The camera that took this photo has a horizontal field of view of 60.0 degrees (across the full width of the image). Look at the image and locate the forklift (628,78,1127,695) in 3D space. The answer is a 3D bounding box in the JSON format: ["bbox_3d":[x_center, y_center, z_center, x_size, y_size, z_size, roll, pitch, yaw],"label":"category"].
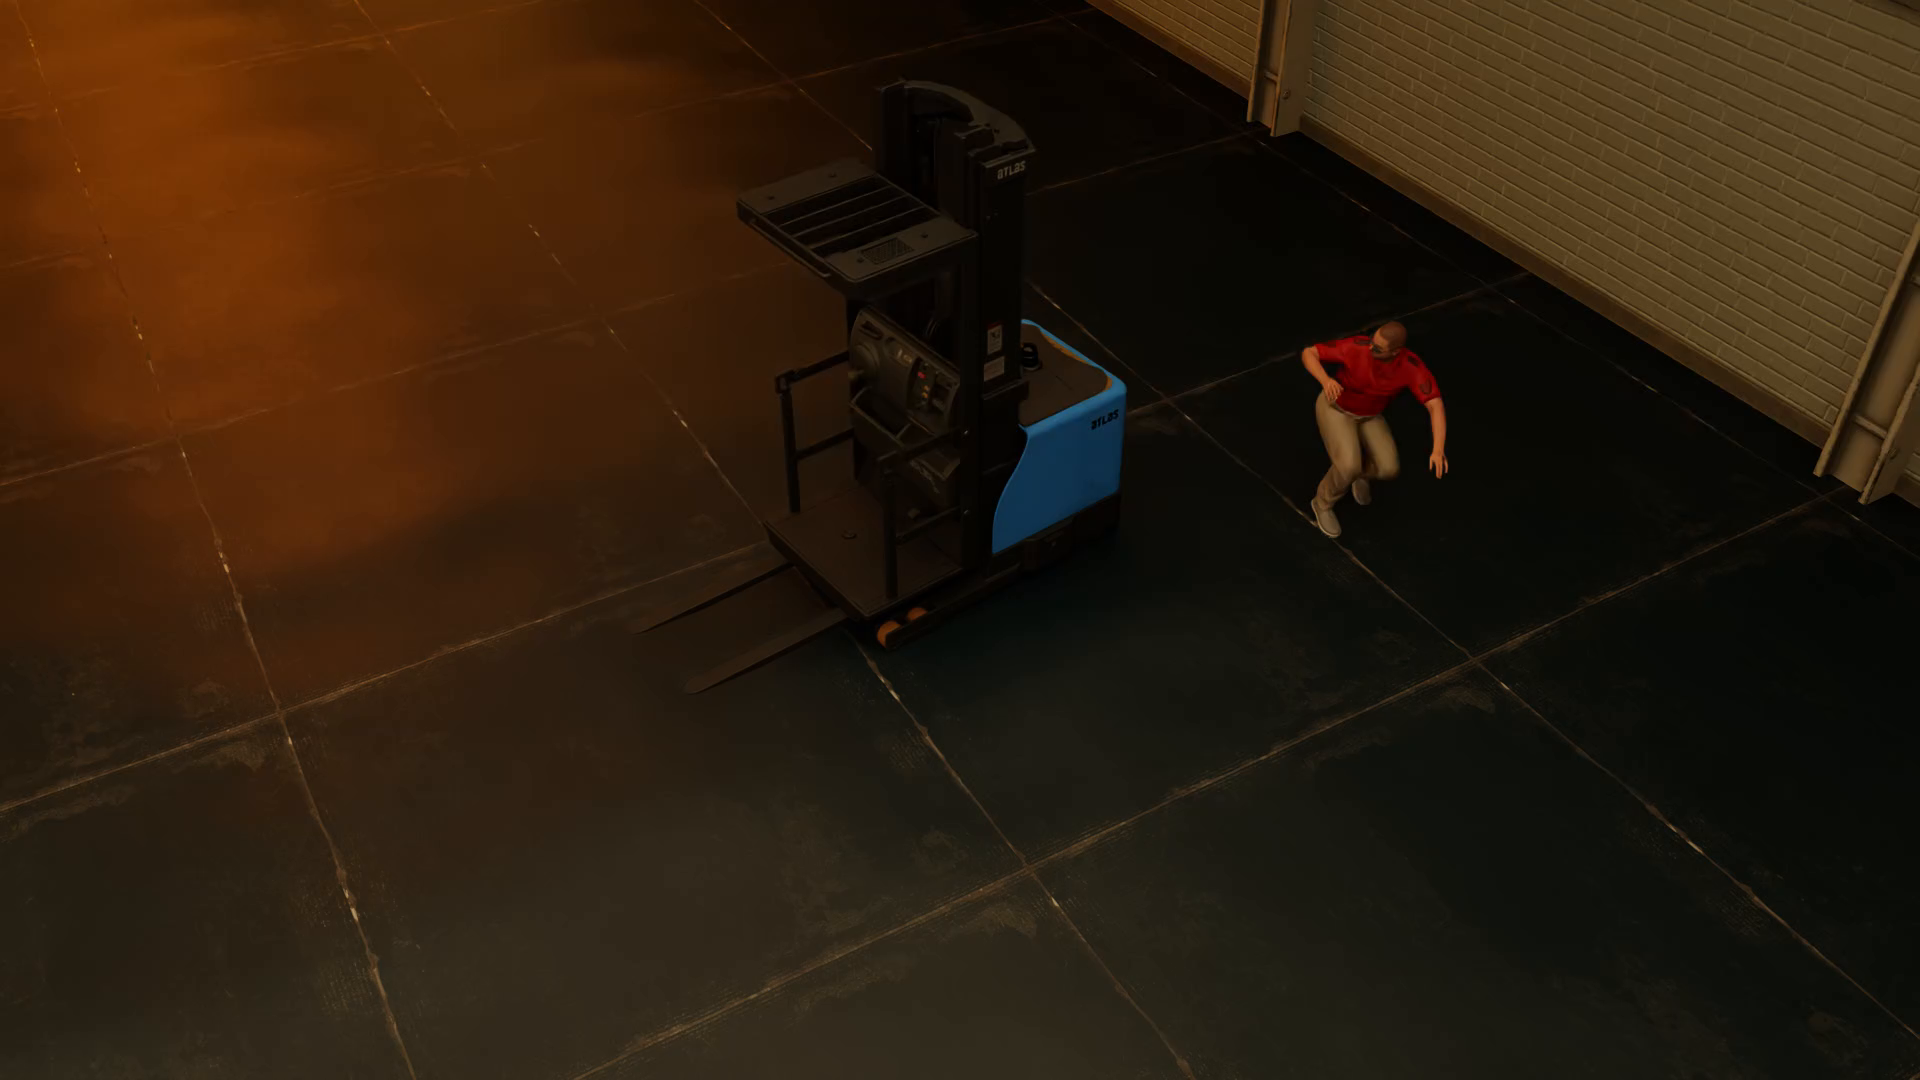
[{"bbox_3d":[-0.478,-0.883,9.101,3.031,2.935,1.130,-26,46,-28],"label":"forklift"}]

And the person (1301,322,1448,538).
[{"bbox_3d":[2.448,-0.640,9.995,0.790,1.478,0.967,-5,40,-6],"label":"person"}]
